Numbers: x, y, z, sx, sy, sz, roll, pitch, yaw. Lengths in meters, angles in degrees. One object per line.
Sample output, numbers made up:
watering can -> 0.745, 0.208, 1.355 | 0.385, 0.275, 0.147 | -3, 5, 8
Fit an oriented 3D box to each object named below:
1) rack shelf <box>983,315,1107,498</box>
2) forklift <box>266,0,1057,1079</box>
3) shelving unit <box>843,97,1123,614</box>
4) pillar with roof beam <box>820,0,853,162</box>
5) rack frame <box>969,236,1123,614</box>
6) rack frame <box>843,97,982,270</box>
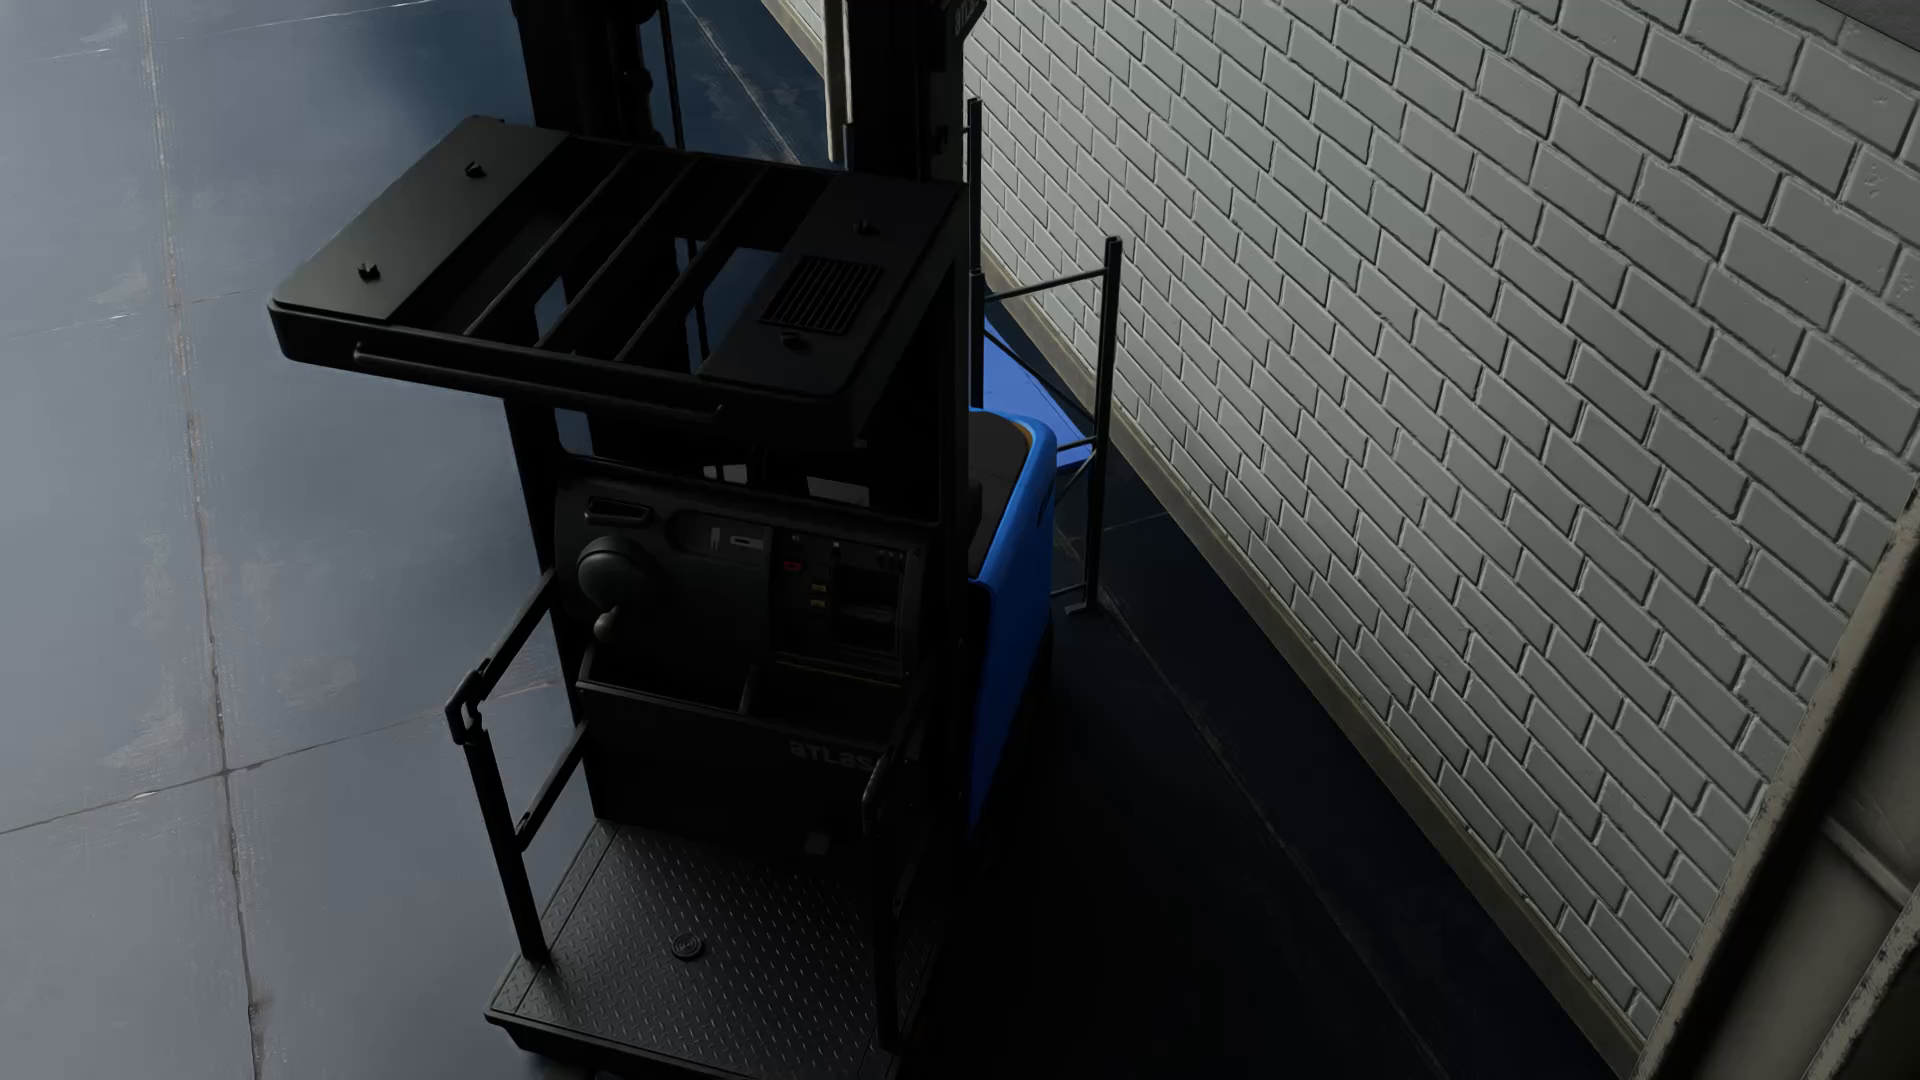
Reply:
rack shelf -> 0.048, -0.442, 5.889 | 0.538, 0.185, 1.000 | -16, 43, -18
forklift -> -0.585, 0.178, 3.796 | 1.130, 2.935, 3.031 | 10, 42, 12
shelving unit -> 0.048, -0.578, 5.772 | 0.538, 1.500, 1.048 | -16, 43, -18
pillar with roof beam -> -4.435, -4.222, 4.258 | 9.100, 9.000, 0.400 | -15, 43, -17
rack frame -> 0.255, -0.275, 5.420 | 0.500, 1.500, 0.032 | -16, 43, -18
rack frame -> -0.159, -0.881, 6.124 | 0.500, 1.500, 0.032 | -16, 43, -18
